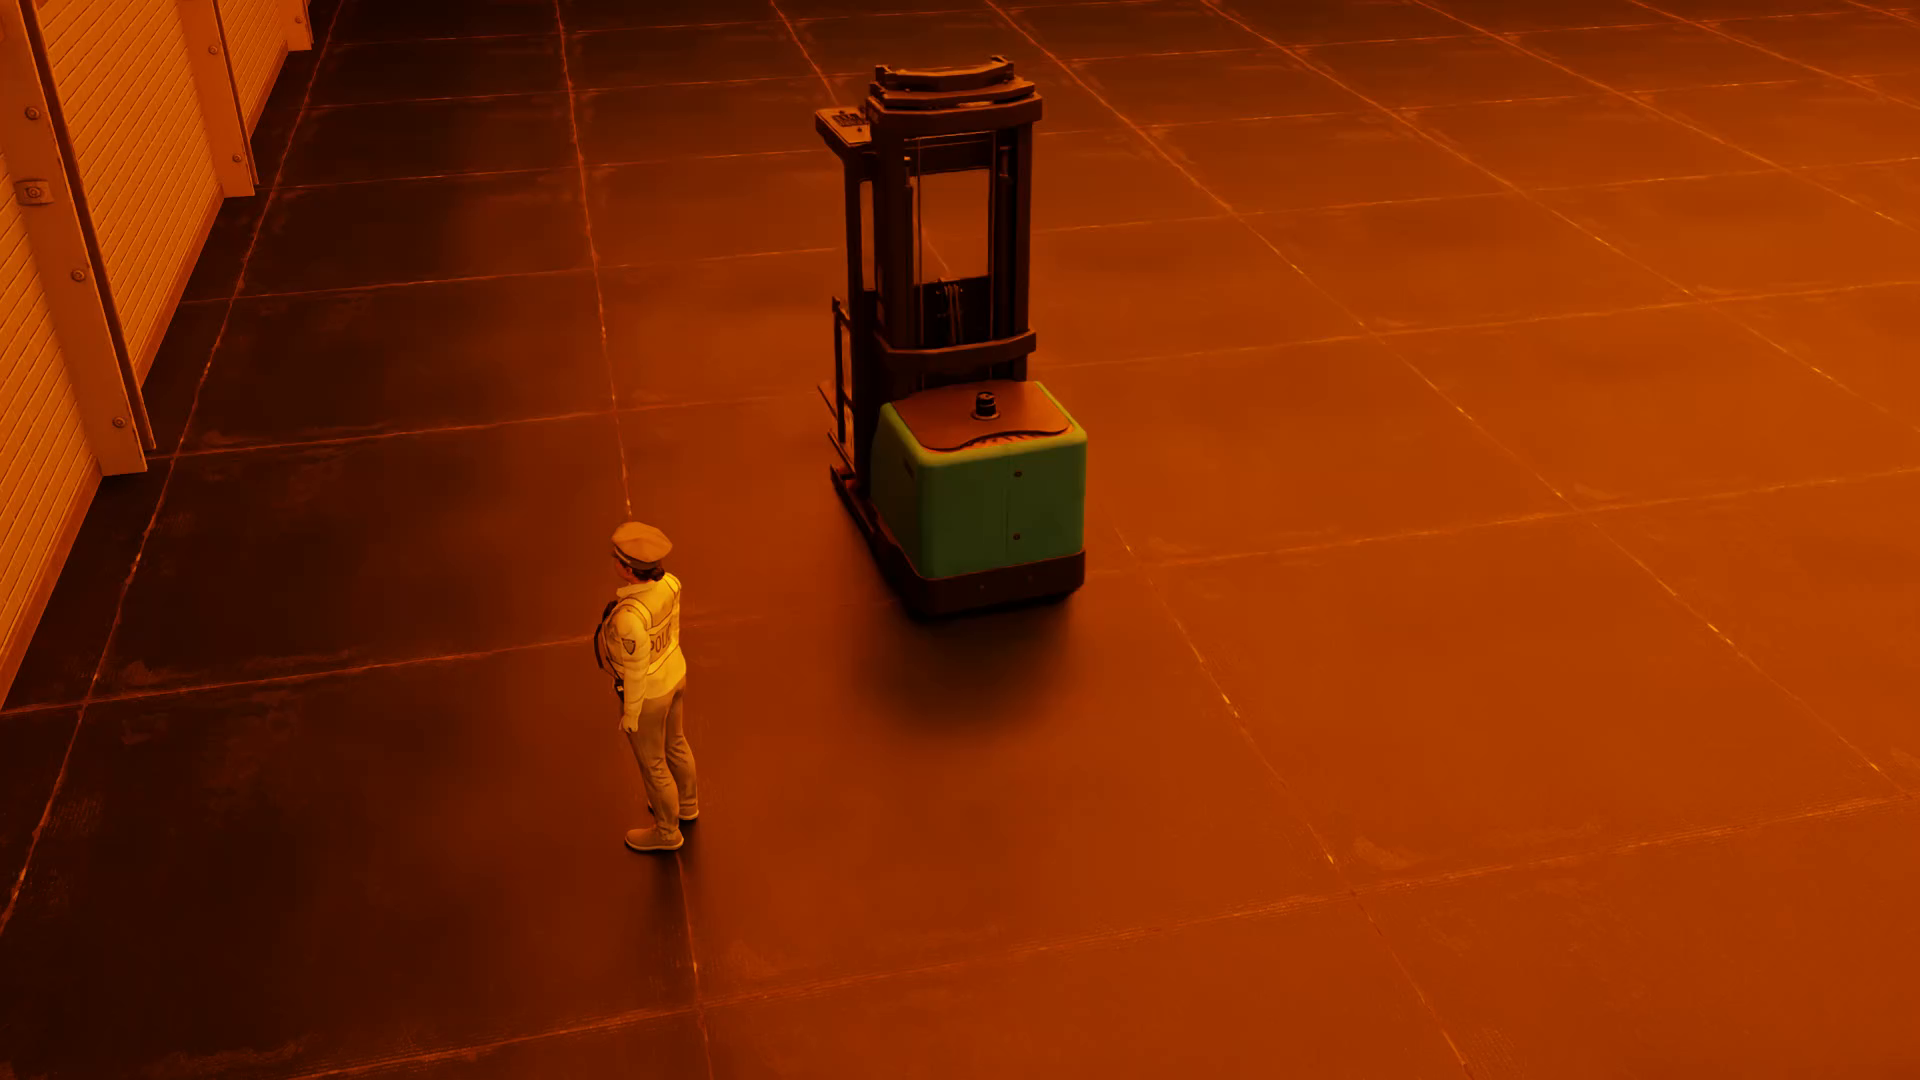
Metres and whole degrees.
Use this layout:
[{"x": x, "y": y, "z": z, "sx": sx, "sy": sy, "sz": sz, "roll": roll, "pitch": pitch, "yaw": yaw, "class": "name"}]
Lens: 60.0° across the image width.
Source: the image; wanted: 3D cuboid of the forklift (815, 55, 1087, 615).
[{"x": -0.220, "y": -1.561, "z": 10.270, "sx": 1.130, "sy": 2.935, "sz": 3.031, "roll": -10, "pitch": 31, "yaw": -16, "class": "forklift"}]

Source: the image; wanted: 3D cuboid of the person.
[{"x": -1.431, "y": 0.681, "z": 7.641, "sx": 0.339, "sy": 1.692, "sz": 0.463, "roll": 9, "pitch": 31, "yaw": 15, "class": "person"}]
